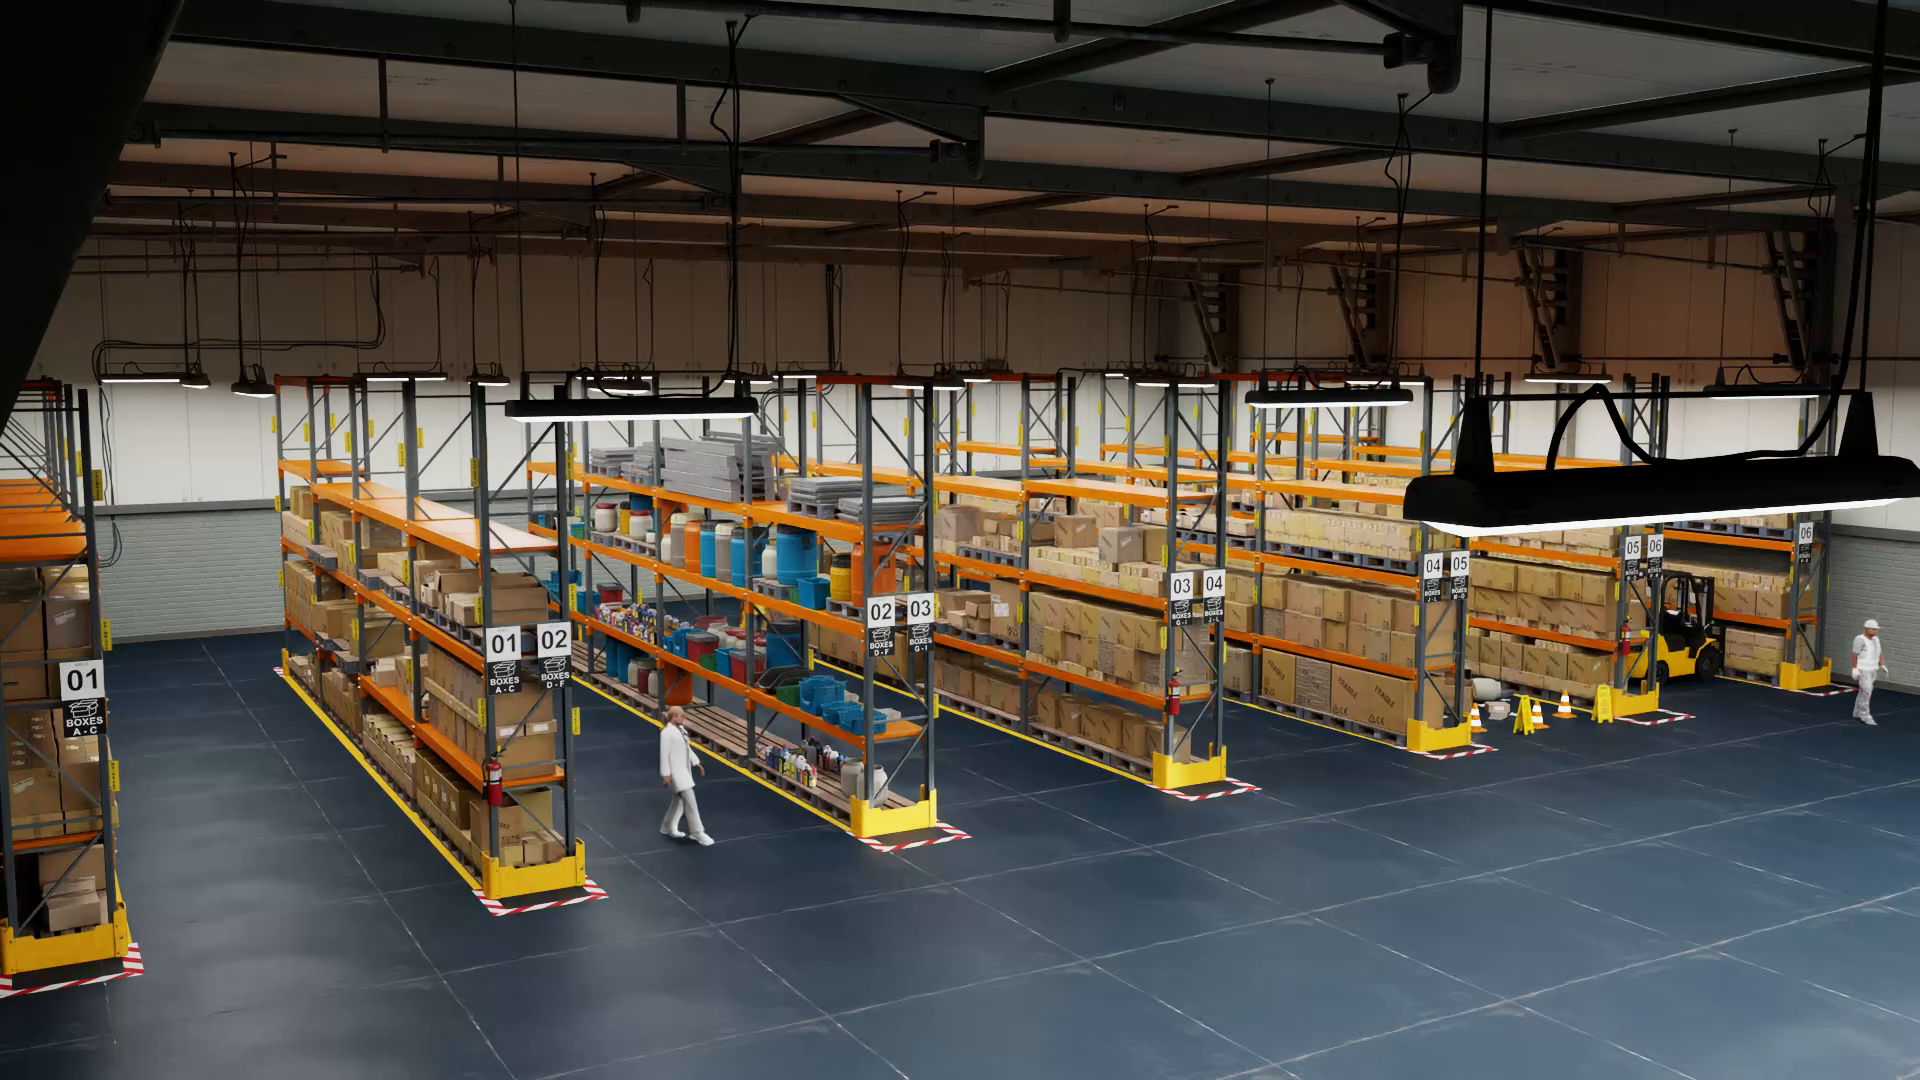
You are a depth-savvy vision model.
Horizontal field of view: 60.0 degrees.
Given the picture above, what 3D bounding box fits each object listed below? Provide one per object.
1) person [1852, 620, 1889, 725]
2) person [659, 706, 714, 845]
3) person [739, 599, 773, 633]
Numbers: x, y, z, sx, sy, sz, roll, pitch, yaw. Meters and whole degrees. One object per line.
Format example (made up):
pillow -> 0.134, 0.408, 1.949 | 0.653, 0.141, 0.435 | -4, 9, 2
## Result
person -> 15.845, 2.294, 28.968 | 0.595, 1.825, 0.563 | -3, 7, -28
person -> -3.592, 3.081, 21.888 | 0.858, 1.794, 0.604 | 1, 6, 11
person -> -4.344, 1.589, 35.459 | 0.642, 1.707, 1.085 | -3, 7, -27
